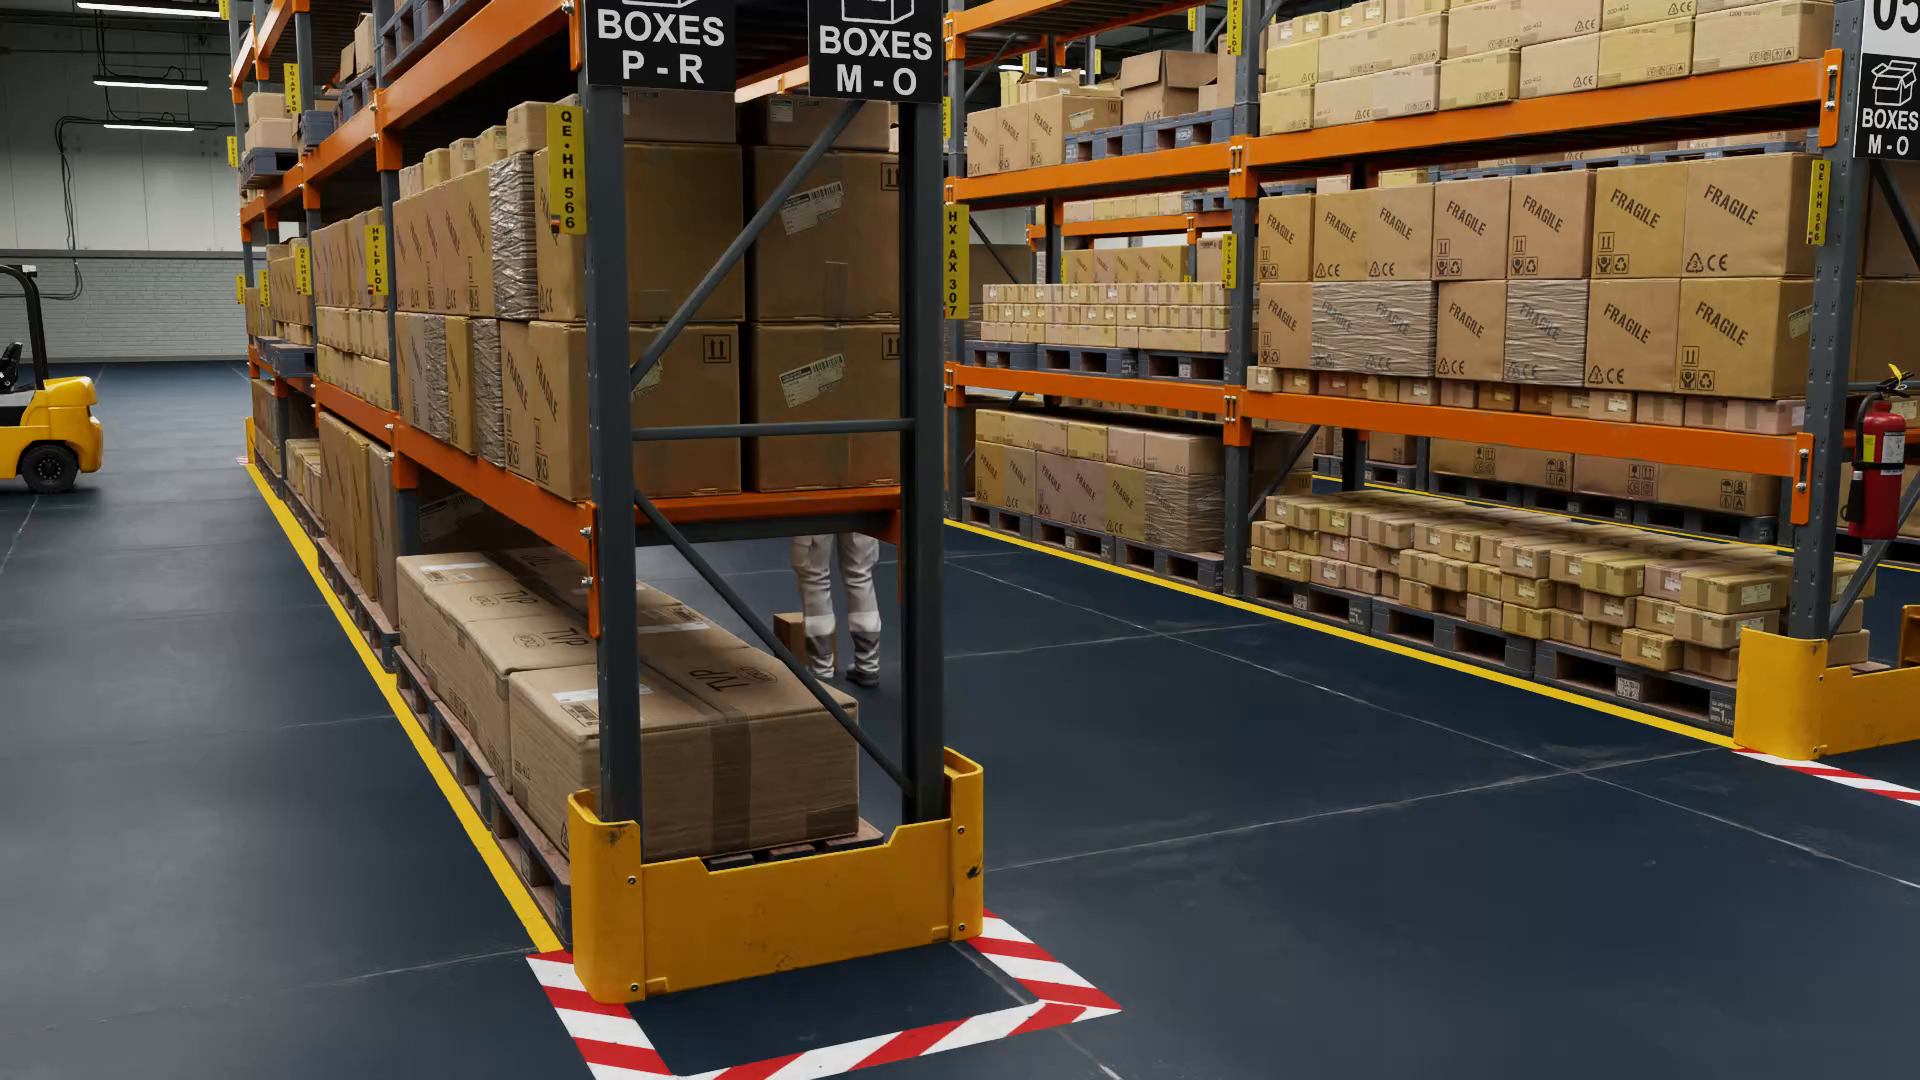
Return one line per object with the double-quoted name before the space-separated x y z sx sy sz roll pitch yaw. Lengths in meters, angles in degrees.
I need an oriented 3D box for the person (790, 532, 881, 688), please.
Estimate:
"person" -0.608 -0.179 7.981 0.526 1.782 0.342 -4 9 -25
